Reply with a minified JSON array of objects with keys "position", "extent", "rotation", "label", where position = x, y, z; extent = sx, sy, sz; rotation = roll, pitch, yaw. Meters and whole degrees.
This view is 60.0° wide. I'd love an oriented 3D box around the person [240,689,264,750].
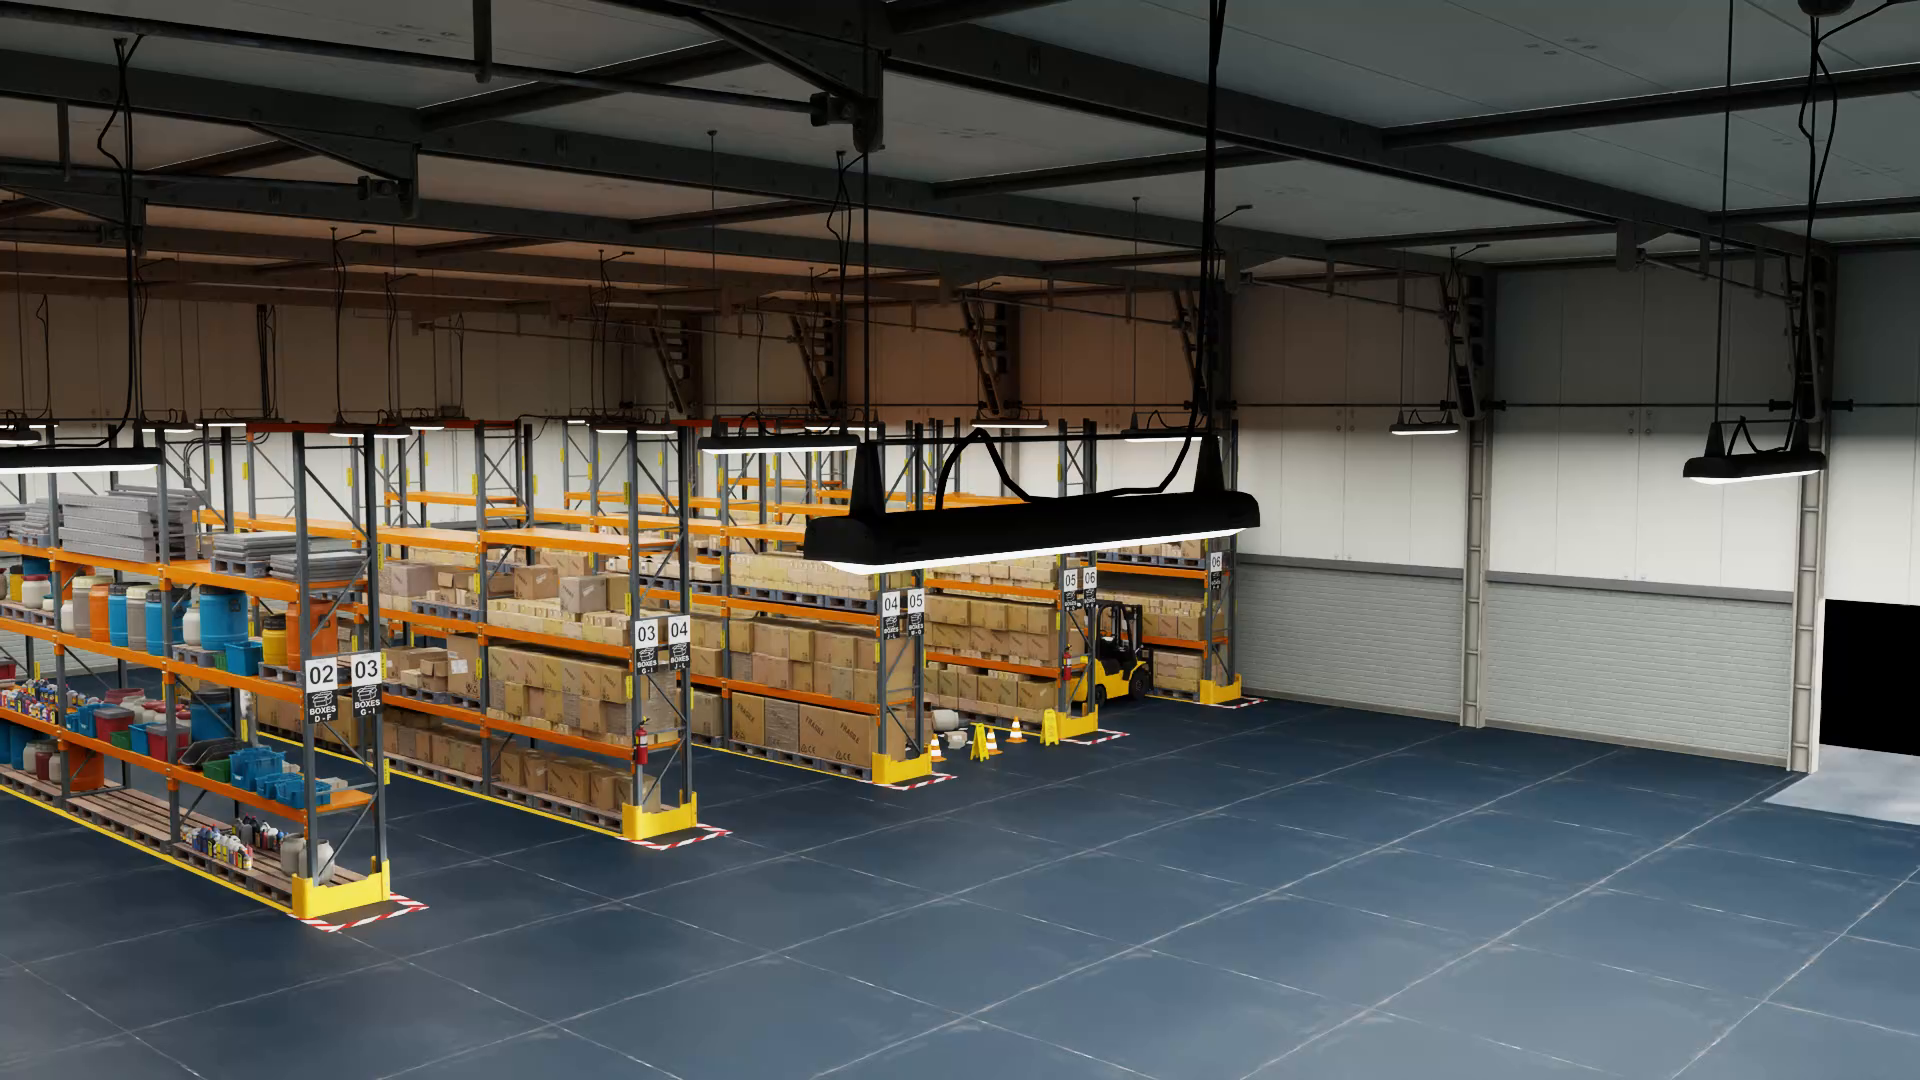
[{"position":[-12.962,3.025,30.203],"extent":[0.605,1.673,0.516],"rotation":[0,5,1],"label":"person"}]
